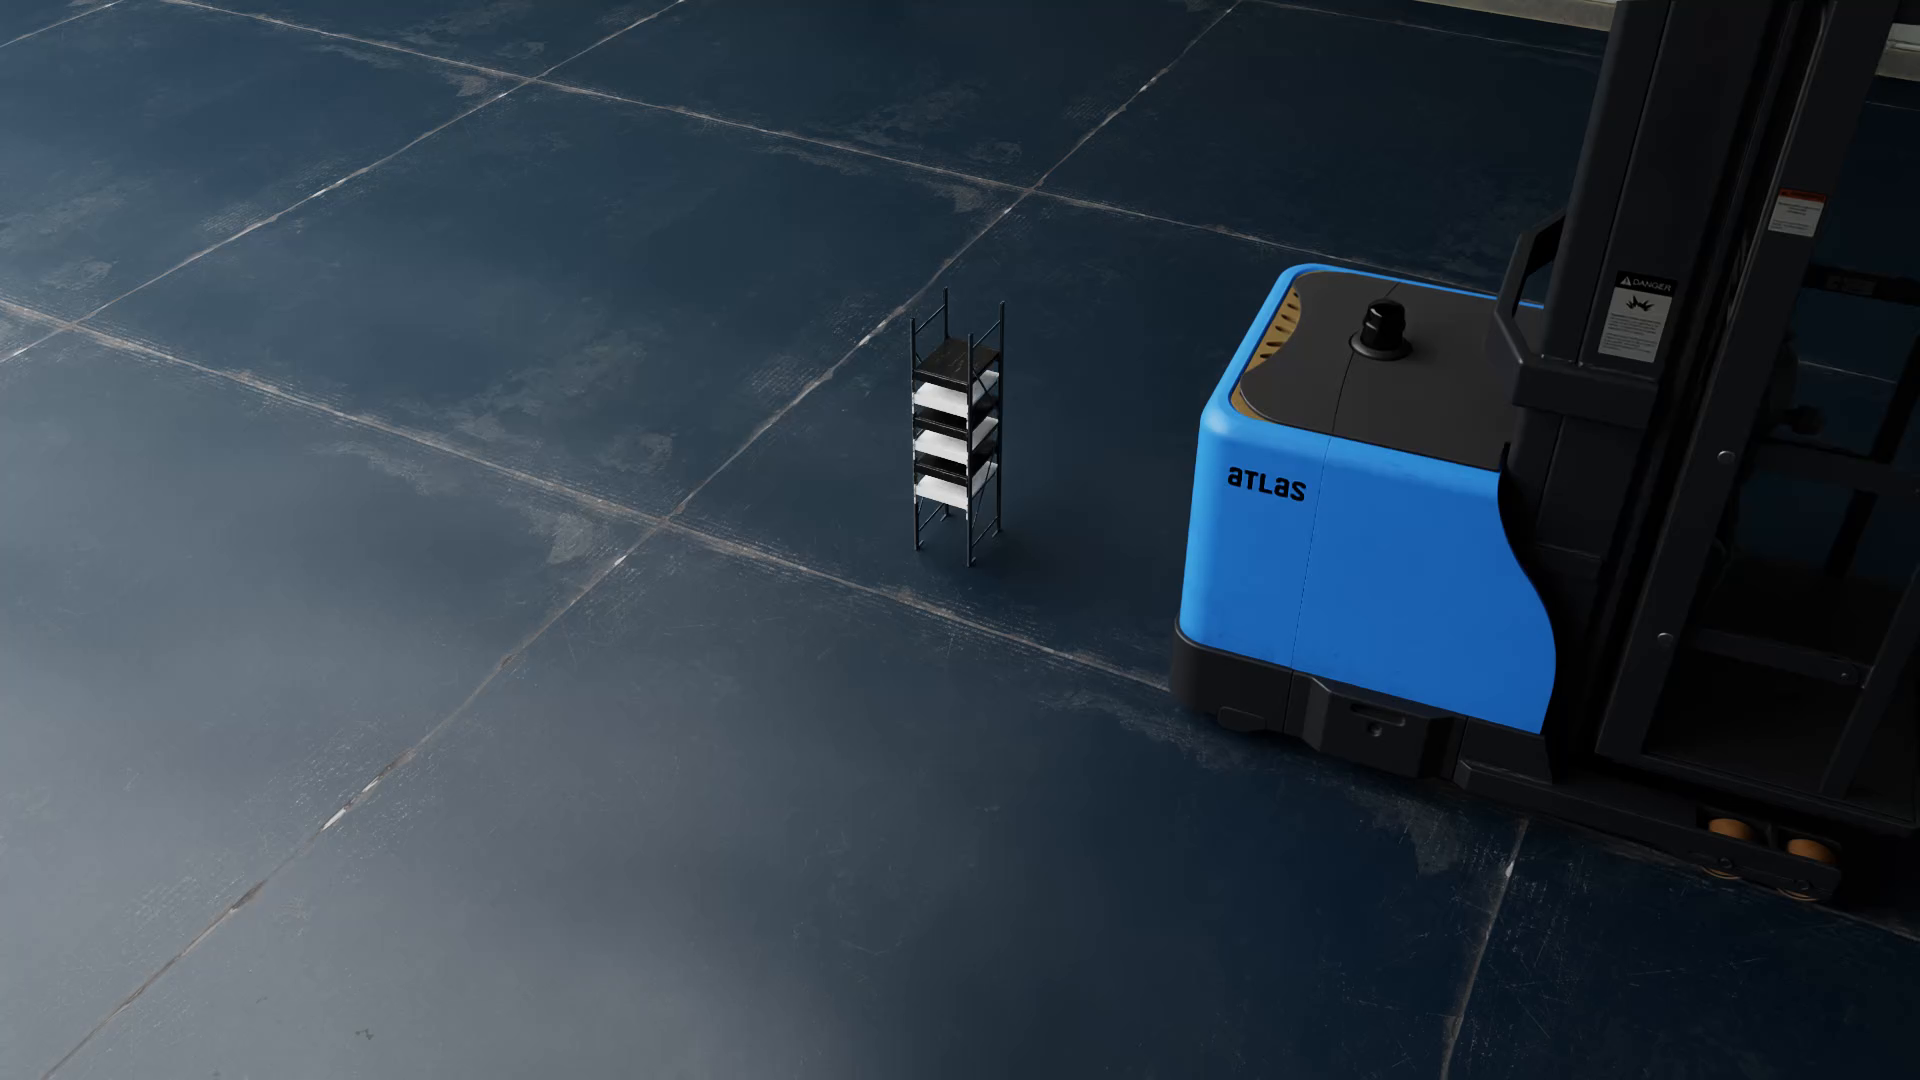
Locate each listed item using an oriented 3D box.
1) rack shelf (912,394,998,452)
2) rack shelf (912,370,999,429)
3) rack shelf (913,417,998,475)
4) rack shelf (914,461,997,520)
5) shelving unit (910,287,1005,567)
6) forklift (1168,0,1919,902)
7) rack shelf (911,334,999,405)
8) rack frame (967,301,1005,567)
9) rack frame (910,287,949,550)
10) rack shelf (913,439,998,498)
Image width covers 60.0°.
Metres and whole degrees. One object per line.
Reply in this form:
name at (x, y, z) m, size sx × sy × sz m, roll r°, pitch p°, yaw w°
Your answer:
rack shelf at (-0.007, -0.406, 5.447) m, size 0.200 × 0.077 × 0.258 m, roll 17°, pitch 41°, yaw 21°
rack shelf at (-0.007, -0.478, 5.392) m, size 0.200 × 0.077 × 0.258 m, roll 17°, pitch 41°, yaw 21°
rack shelf at (-0.007, -0.334, 5.501) m, size 0.200 × 0.077 × 0.258 m, roll 17°, pitch 41°, yaw 21°
rack shelf at (-0.007, -0.191, 5.610) m, size 0.200 × 0.077 × 0.258 m, roll 17°, pitch 41°, yaw 21°
shelving unit at (-0.007, -0.361, 5.481) m, size 0.210 × 0.900 × 0.258 m, roll 17°, pitch 41°, yaw 21°
forklift at (2.199, -0.565, 4.070) m, size 3.031 × 2.935 × 1.130 m, roll 14°, pitch 40°, yaw 18°
rack shelf at (-0.007, -0.549, 5.338) m, size 0.200 × 0.077 × 0.258 m, roll 17°, pitch 41°, yaw 21°
rack frame at (0.083, -0.332, 5.444) m, size 0.006 × 0.900 × 0.240 m, roll 17°, pitch 41°, yaw 21°
rack frame at (-0.097, -0.389, 5.518) m, size 0.006 × 0.900 × 0.240 m, roll 17°, pitch 41°, yaw 21°
rack shelf at (-0.007, -0.262, 5.555) m, size 0.200 × 0.077 × 0.258 m, roll 17°, pitch 41°, yaw 21°
